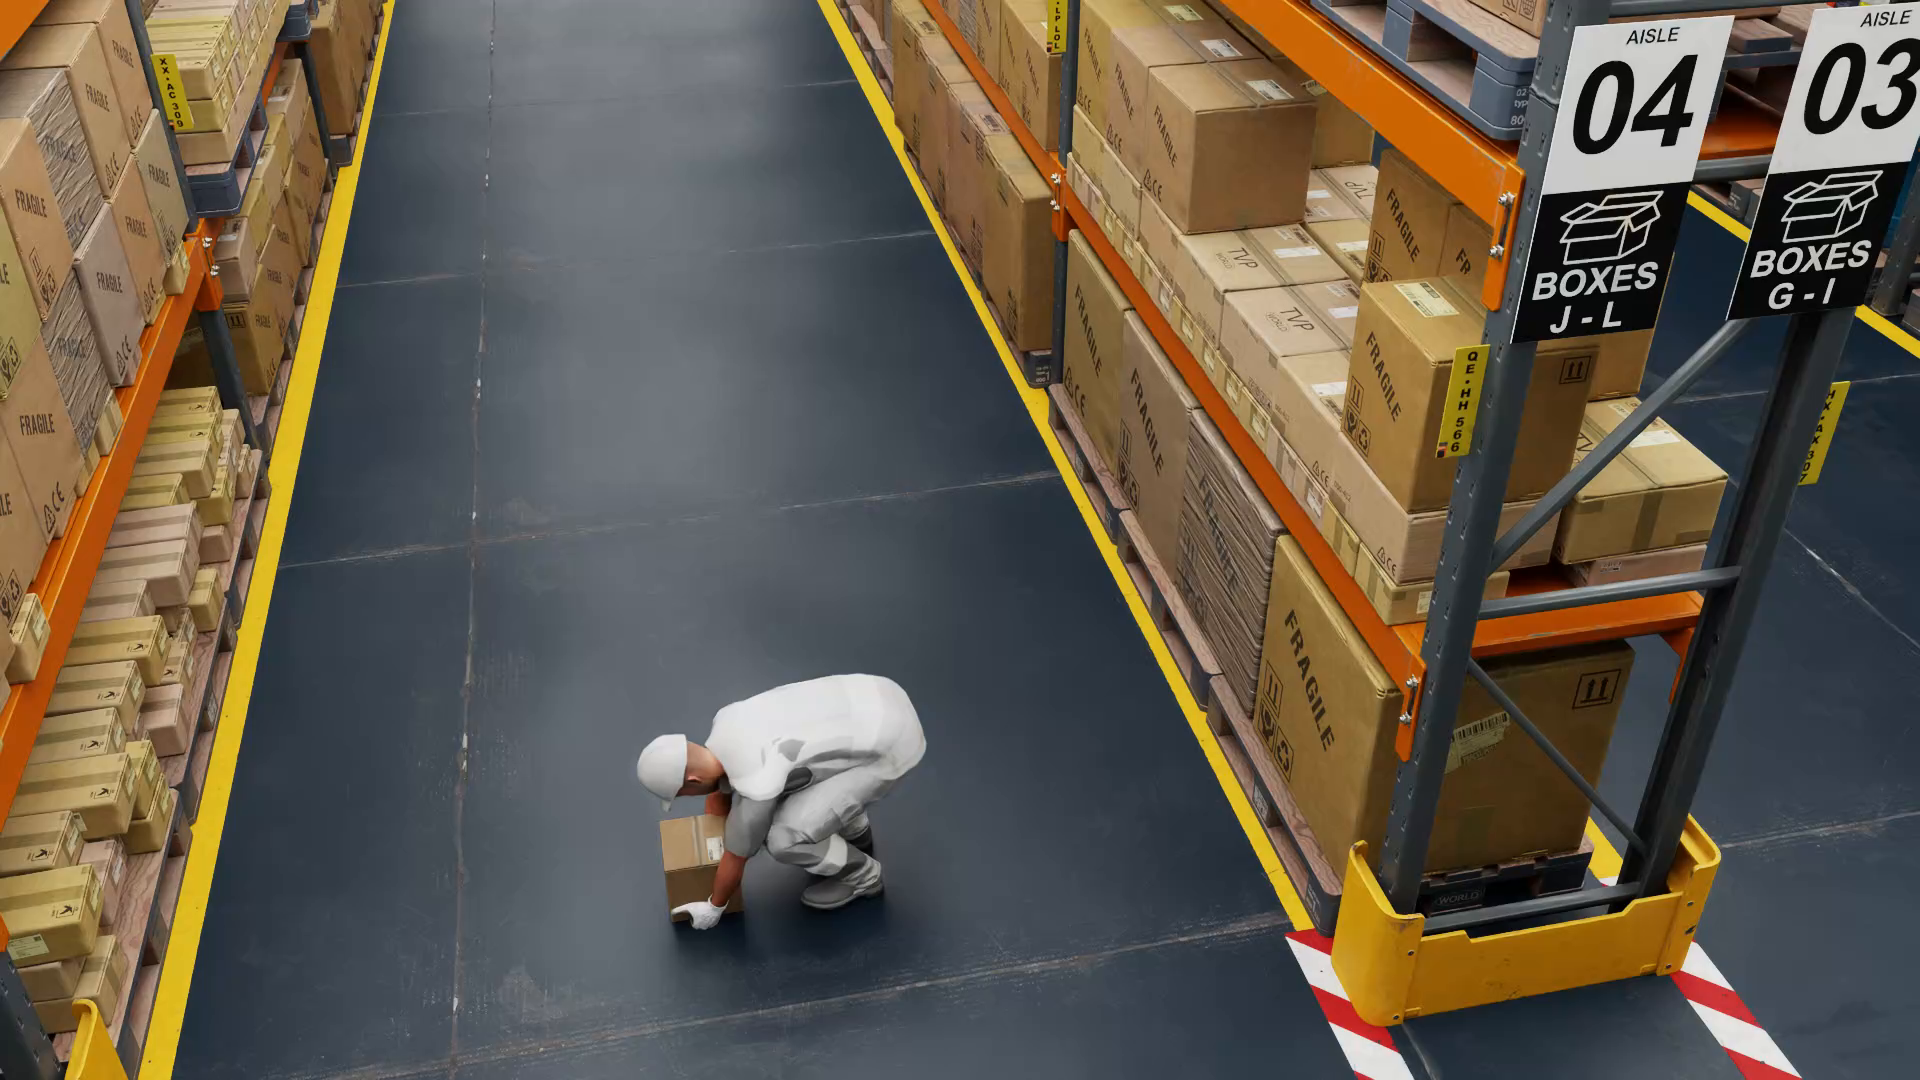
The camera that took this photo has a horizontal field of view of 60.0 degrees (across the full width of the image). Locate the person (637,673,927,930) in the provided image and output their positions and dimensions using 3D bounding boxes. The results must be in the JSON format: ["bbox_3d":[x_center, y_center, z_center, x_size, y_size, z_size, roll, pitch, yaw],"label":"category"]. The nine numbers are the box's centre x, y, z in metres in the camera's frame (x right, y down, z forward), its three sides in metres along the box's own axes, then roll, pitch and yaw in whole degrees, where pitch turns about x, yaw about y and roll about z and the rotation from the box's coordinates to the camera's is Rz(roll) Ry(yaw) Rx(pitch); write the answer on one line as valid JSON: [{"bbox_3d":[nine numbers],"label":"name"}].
[{"bbox_3d":[-0.598,0.884,5.714,0.966,0.830,0.527,-8,35,-12],"label":"person"}]
